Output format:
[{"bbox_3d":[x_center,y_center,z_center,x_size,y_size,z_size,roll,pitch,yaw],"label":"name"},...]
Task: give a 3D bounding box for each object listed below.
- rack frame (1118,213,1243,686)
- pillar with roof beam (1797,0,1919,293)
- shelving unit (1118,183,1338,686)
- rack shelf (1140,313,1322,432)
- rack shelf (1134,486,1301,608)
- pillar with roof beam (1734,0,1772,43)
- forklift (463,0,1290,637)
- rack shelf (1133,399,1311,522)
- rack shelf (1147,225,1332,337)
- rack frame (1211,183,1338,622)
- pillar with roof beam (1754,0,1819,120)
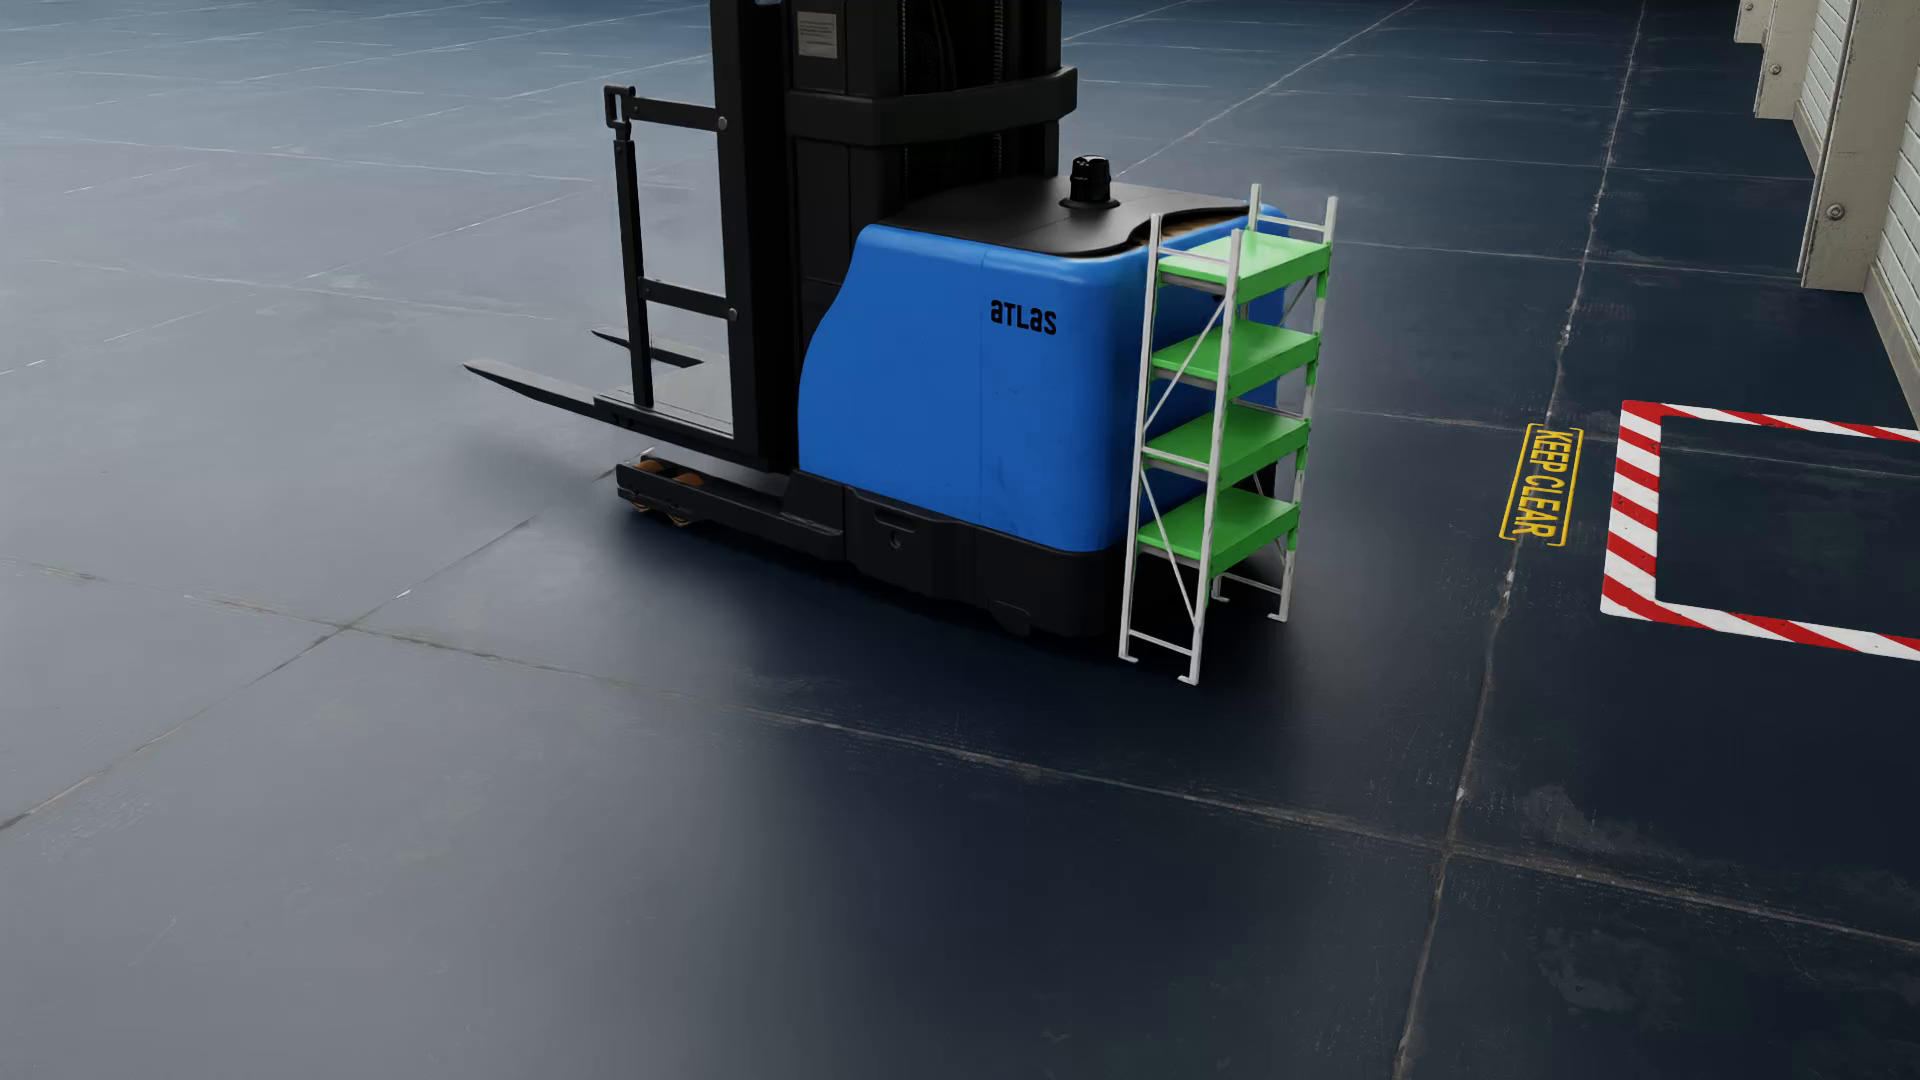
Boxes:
[{"bbox_3d":[0.542,-0.203,4.167,0.240,1.200,0.015,19,29,34],"label":"rack frame"},{"bbox_3d":[0.395,-6.070,8.106,9.100,9.000,0.400,9,24,20],"label":"pillar with roof beam"},{"bbox_3d":[0.692,-0.277,4.344,0.258,1.200,0.503,19,29,34],"label":"shelving unit"},{"bbox_3d":[0.697,-0.438,4.272,0.258,0.148,0.480,19,29,34],"label":"rack shelf"},{"bbox_3d":[0.684,0.001,4.467,0.258,0.148,0.480,19,29,34],"label":"rack shelf"},{"bbox_3d":[4.853,-10.364,18.387,9.100,9.000,0.400,9,24,20],"label":"pillar with roof beam"},{"bbox_3d":[-0.498,-1.538,5.128,3.031,2.935,1.130,18,29,36],"label":"forklift"},{"bbox_3d":[0.691,-0.218,4.370,0.258,0.148,0.480,19,29,34],"label":"rack shelf"},{"bbox_3d":[0.704,-0.657,4.175,0.258,0.148,0.480,19,29,34],"label":"rack shelf"},{"bbox_3d":[0.843,-0.351,4.521,0.240,1.200,0.015,19,29,34],"label":"rack frame"},{"bbox_3d":[2.624,-8.217,13.246,9.100,9.000,0.400,9,24,20],"label":"pillar with roof beam"}]
